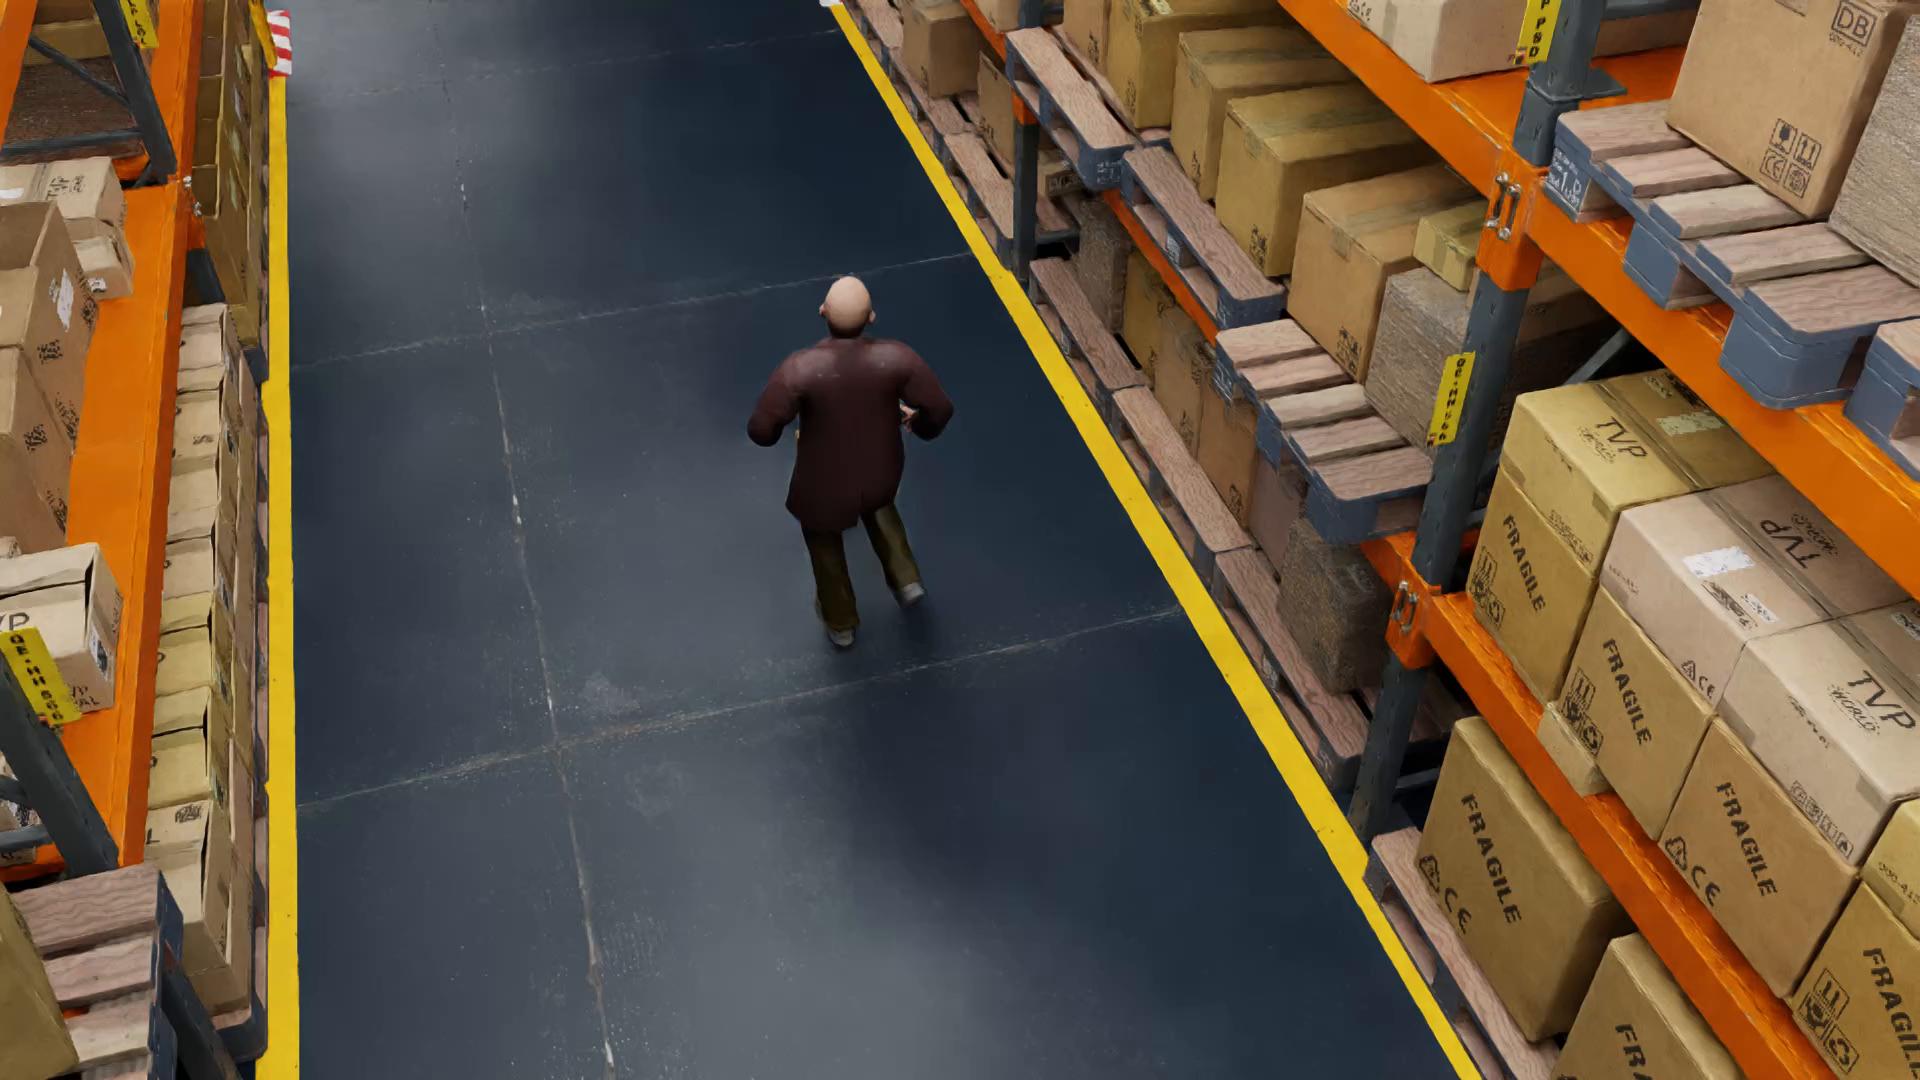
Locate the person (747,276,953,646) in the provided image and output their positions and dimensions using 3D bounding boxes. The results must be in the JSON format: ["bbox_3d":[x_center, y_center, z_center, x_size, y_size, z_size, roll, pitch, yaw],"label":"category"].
[{"bbox_3d":[-0.451,-0.311,6.543,0.787,1.747,0.520,-14,44,-15],"label":"person"}]
